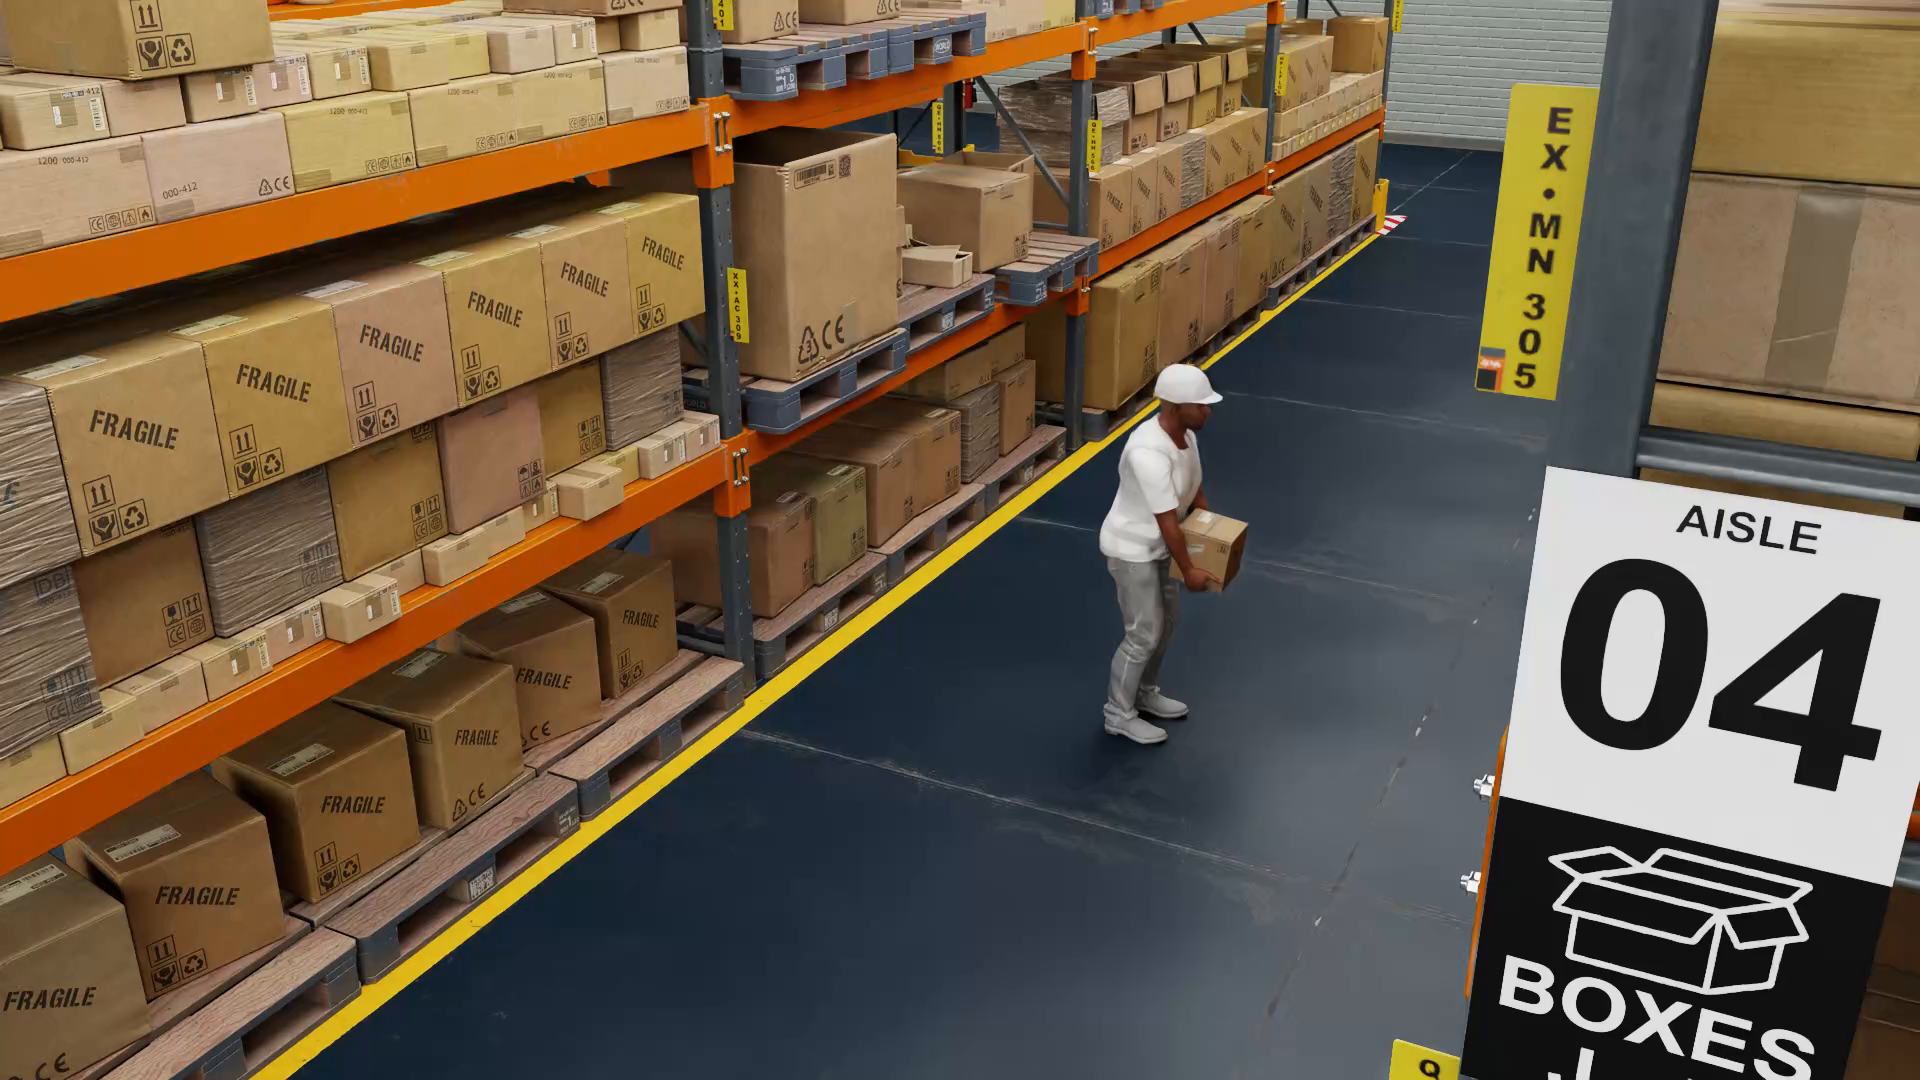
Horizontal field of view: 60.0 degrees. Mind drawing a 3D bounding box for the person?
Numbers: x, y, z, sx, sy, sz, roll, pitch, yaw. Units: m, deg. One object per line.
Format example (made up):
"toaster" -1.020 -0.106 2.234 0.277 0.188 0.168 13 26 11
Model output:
"person" 0.935 0.051 7.449 0.581 1.758 0.504 11 25 24
